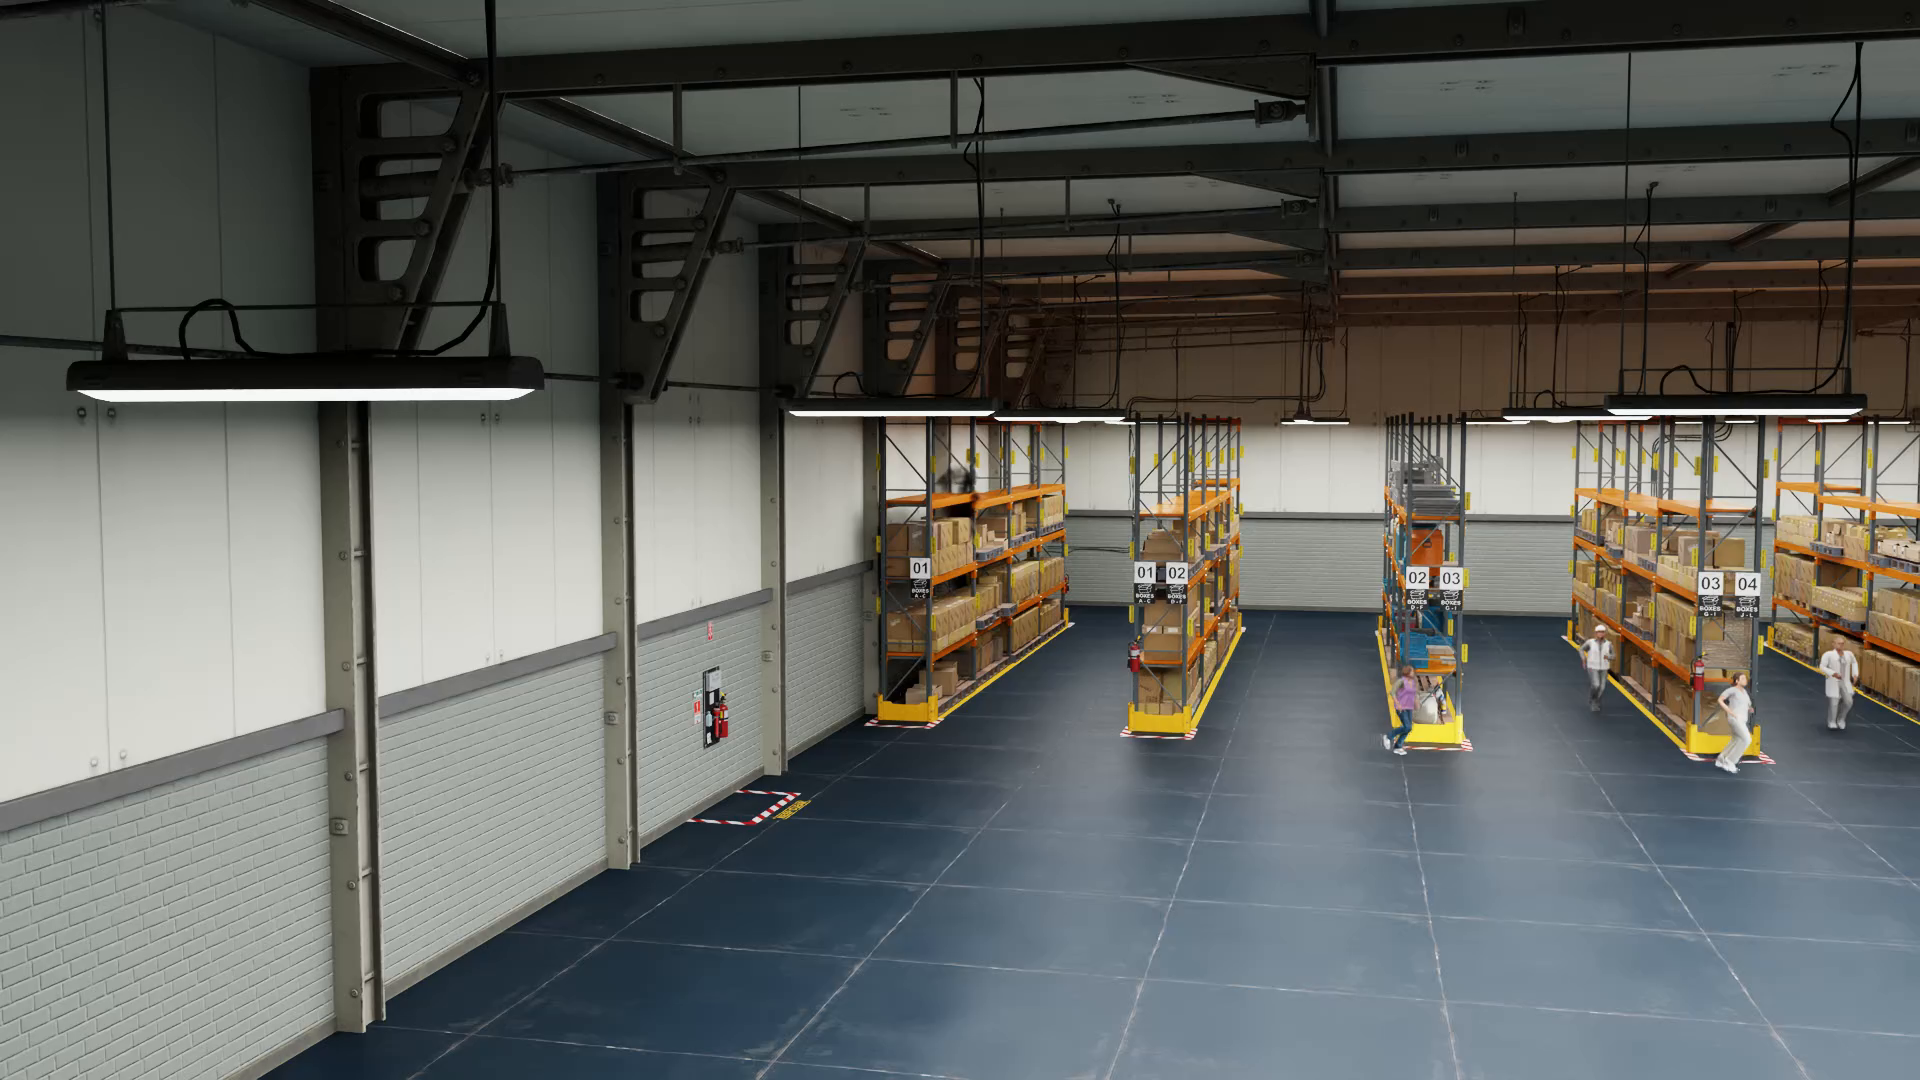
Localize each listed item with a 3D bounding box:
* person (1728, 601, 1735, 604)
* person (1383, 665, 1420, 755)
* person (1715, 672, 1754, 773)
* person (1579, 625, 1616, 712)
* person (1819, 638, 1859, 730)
[{"bbox_3d":[19.989,1.913,43.730,0.729,1.705,0.683,4,5,43],"label":"person"},{"bbox_3d":[7.813,2.973,29.249,0.594,1.539,0.523,-3,5,-40],"label":"person"},{"bbox_3d":[12.931,3.029,27.665,0.598,1.677,0.599,-3,5,-37],"label":"person"},{"bbox_3d":[12.810,2.580,33.359,0.644,1.751,0.635,0,4,4],"label":"person"},{"bbox_3d":[16.609,2.723,31.369,0.747,1.756,0.680,0,4,6],"label":"person"}]
